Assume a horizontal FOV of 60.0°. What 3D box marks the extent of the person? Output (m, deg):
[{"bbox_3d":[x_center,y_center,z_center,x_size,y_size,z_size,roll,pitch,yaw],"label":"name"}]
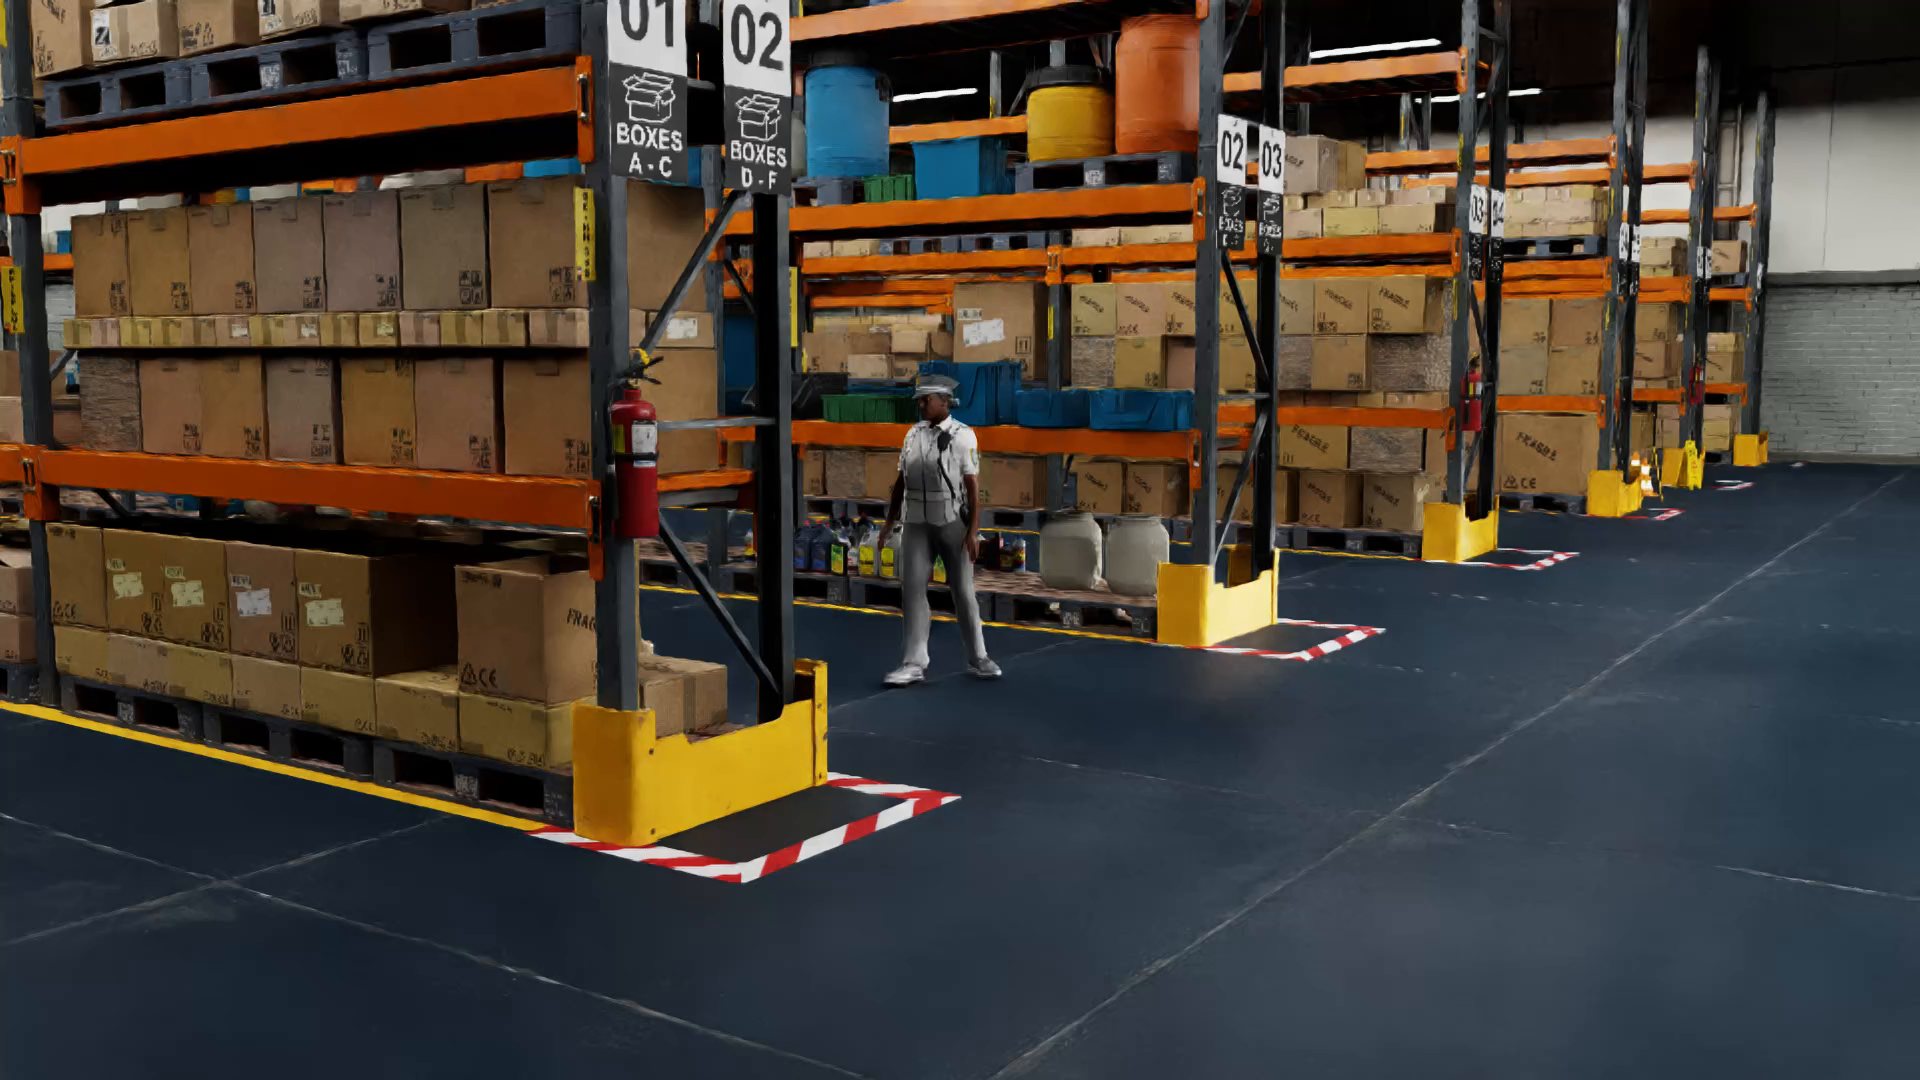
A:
[{"bbox_3d":[-0.150,-0.070,9.003,0.684,1.662,0.615,3,7,25],"label":"person"}]
